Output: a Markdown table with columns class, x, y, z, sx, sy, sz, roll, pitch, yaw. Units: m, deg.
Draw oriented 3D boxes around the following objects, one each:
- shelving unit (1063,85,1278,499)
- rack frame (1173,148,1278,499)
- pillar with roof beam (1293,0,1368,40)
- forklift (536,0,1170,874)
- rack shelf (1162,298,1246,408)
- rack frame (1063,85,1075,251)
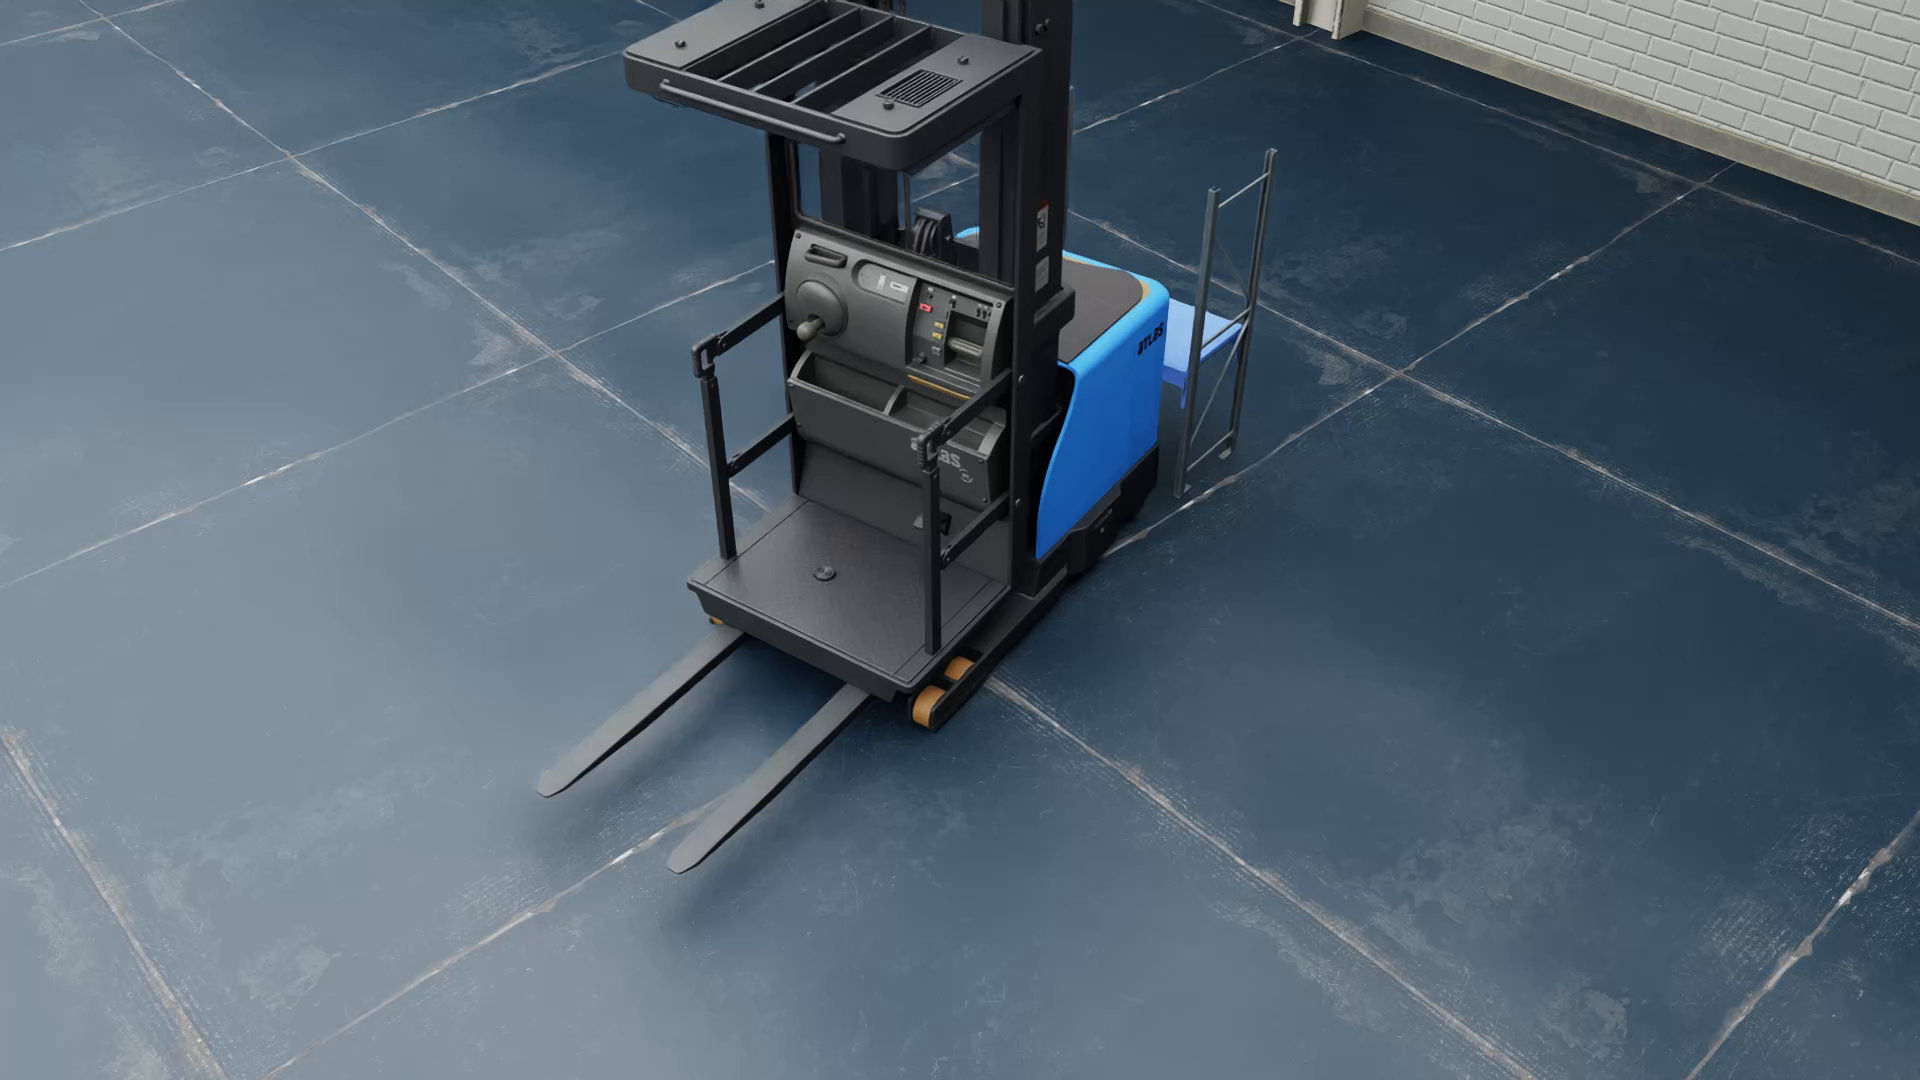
| class | x | y | z | sx | sy | sz | roll | pitch | yaw |
| --- | --- | --- | --- | --- | --- | --- | --- | --- | --- |
| shelving unit | 0.733 | -1.097 | 7.406 | 1.048 | 1.500 | 0.538 | 26 | 44 | 29 |
| rack frame | 1.134 | -0.901 | 7.162 | 0.032 | 1.500 | 0.500 | 26 | 44 | 29 |
| pillar with roof beam | -0.570 | -5.303 | 6.654 | 9.100 | 9.000 | 0.400 | -30 | 48 | -32 |
| forklift | -0.361 | -0.762 | 5.861 | 1.130 | 2.935 | 3.031 | 23 | 44 | 26 |
| rack shelf | 0.731 | -0.956 | 7.516 | 1.000 | 0.185 | 0.538 | 26 | 44 | 29 |
| rack frame | 0.333 | -1.294 | 7.649 | 0.032 | 1.500 | 0.500 | 26 | 44 | 29 |
